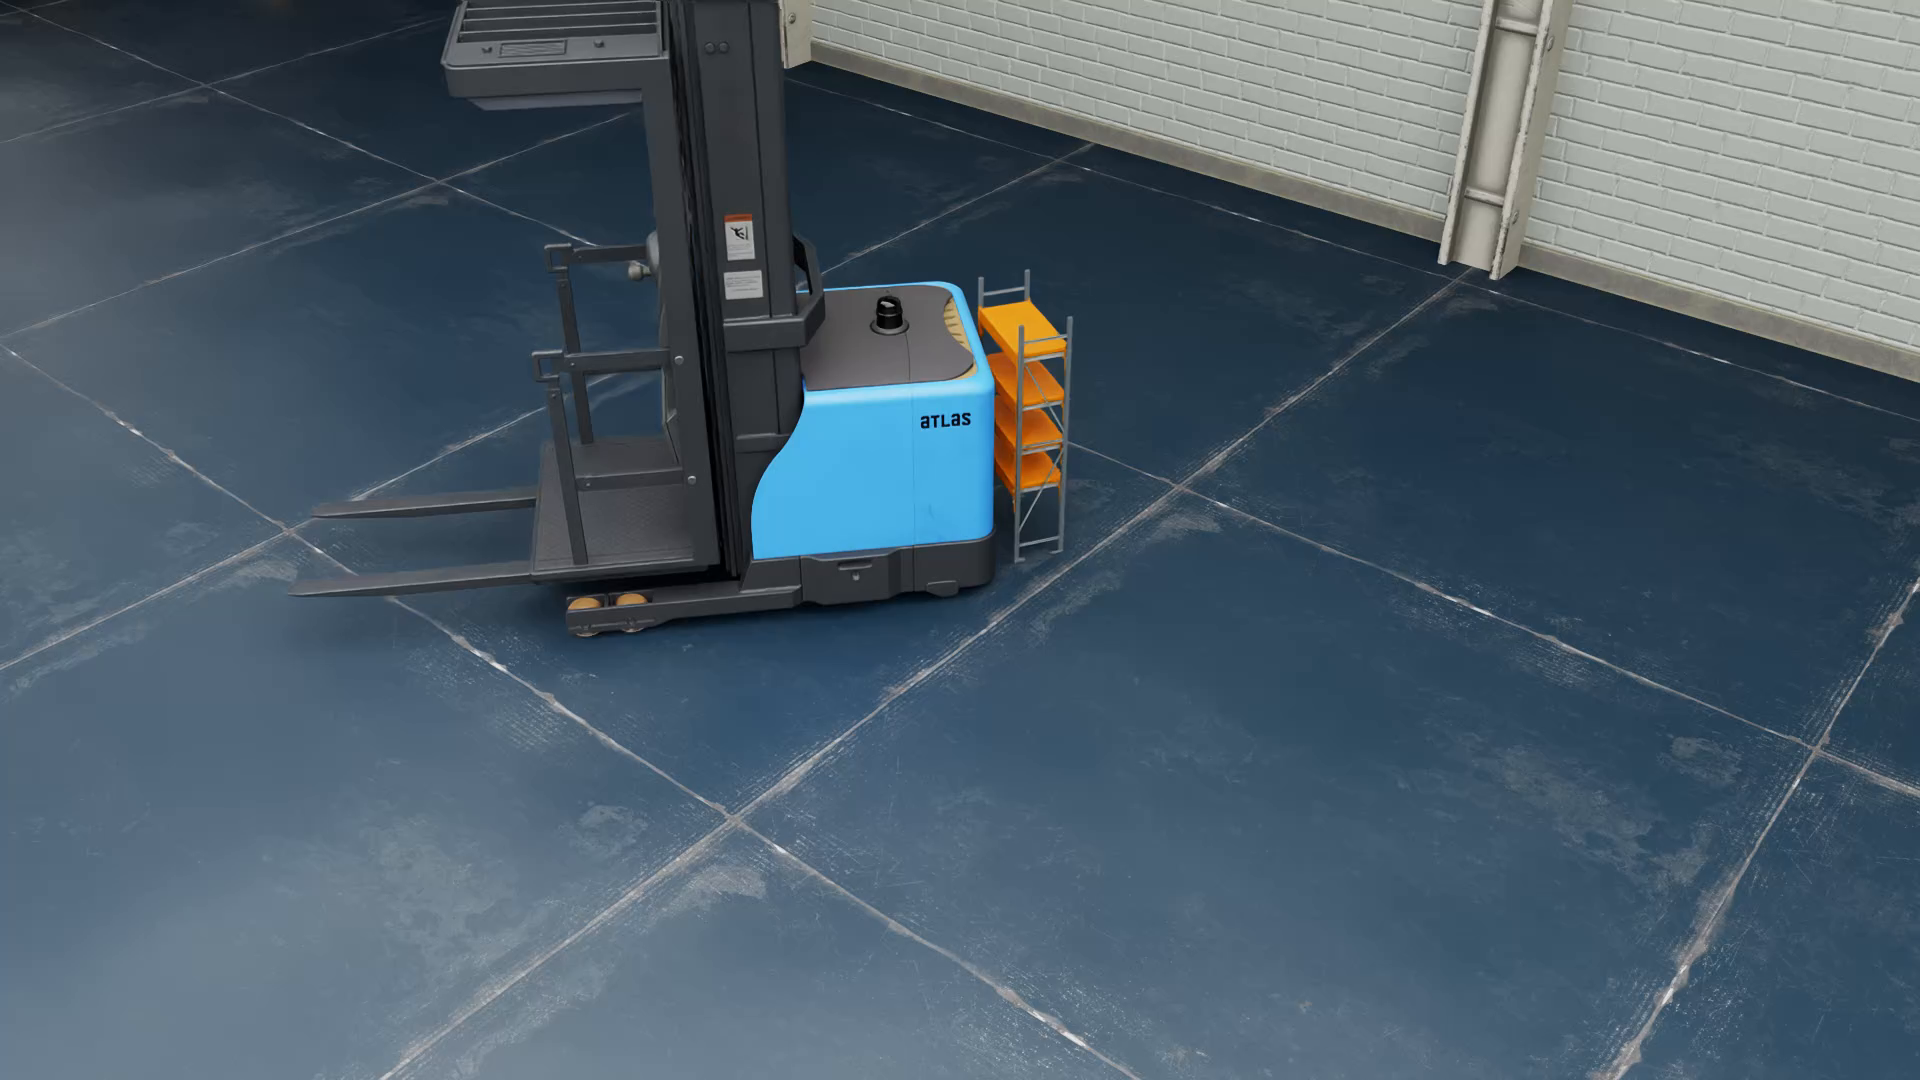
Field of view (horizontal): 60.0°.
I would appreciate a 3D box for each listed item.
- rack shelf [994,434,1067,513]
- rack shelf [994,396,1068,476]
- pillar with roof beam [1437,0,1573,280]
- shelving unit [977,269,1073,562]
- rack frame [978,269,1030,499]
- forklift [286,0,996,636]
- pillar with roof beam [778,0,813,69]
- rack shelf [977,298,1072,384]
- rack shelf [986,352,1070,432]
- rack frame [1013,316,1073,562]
[{"bbox_3d":[0.278,-0.331,7.642,0.258,0.148,0.480,-11,36,-16],"label":"rack shelf"},{"bbox_3d":[0.278,-0.495,7.529,0.258,0.148,0.480,-11,36,-16],"label":"rack shelf"},{"bbox_3d":[0.433,-3.540,4.956,0.400,9.000,9.100,25,42,32],"label":"pillar with roof beam"},{"bbox_3d":[0.278,-0.550,7.491,0.258,1.200,0.503,-11,36,-16],"label":"shelving unit"},{"bbox_3d":[0.195,-0.680,7.680,0.240,1.200,0.015,-11,36,-16],"label":"rack frame"},{"bbox_3d":[-1.405,-1.116,6.785,3.031,2.935,1.130,-5,35,-7],"label":"forklift"},{"bbox_3d":[-4.178,-5.714,8.121,0.400,9.000,9.100,25,42,32],"label":"pillar with roof beam"},{"bbox_3d":[0.278,-0.874,7.269,0.258,0.148,0.480,-11,36,-16],"label":"rack shelf"},{"bbox_3d":[0.278,-0.679,7.402,0.258,0.148,0.480,-11,36,-16],"label":"rack shelf"},{"bbox_3d":[0.360,-0.420,7.302,0.240,1.200,0.015,-11,36,-16],"label":"rack frame"}]
